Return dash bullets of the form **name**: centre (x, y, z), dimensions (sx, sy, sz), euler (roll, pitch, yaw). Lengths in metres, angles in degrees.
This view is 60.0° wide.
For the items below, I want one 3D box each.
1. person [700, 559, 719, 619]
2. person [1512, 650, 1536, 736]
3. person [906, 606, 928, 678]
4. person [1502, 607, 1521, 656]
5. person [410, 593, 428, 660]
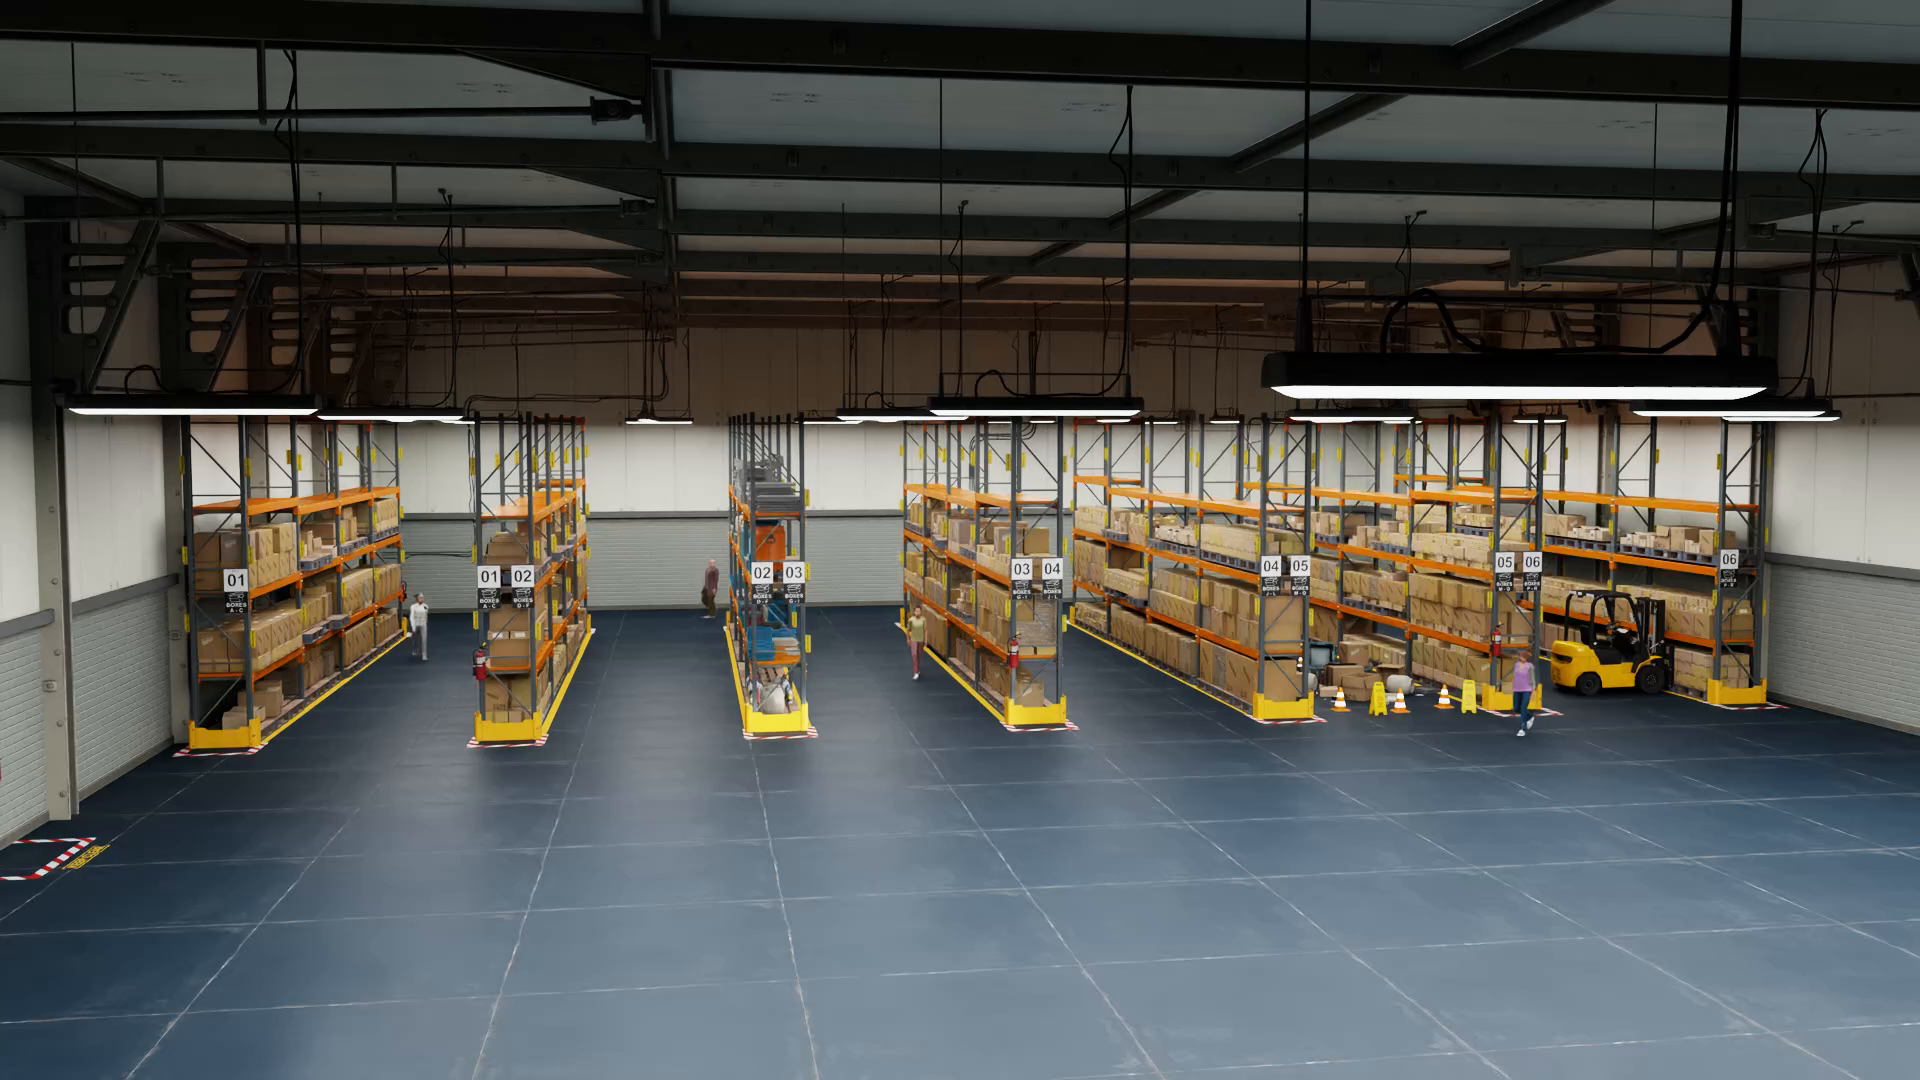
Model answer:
- **person**: centre (-7.448, 1.450, 49.674), dimensions (0.609, 1.776, 0.566), euler (4, 5, 45)
- **person**: centre (10.496, 2.823, 30.939), dimensions (0.716, 1.573, 0.473), euler (-3, 5, -41)
- **person**: centre (-0.948, 2.308, 37.938), dimensions (0.458, 1.623, 0.964), euler (-1, 4, -20)
- **person**: centre (12.617, 2.334, 37.950), dimensions (0.452, 1.734, 0.595), euler (-1, 4, -14)
- **person**: centre (-13.293, 2.101, 40.857), dimensions (0.432, 1.641, 0.989), euler (-1, 4, -19)
